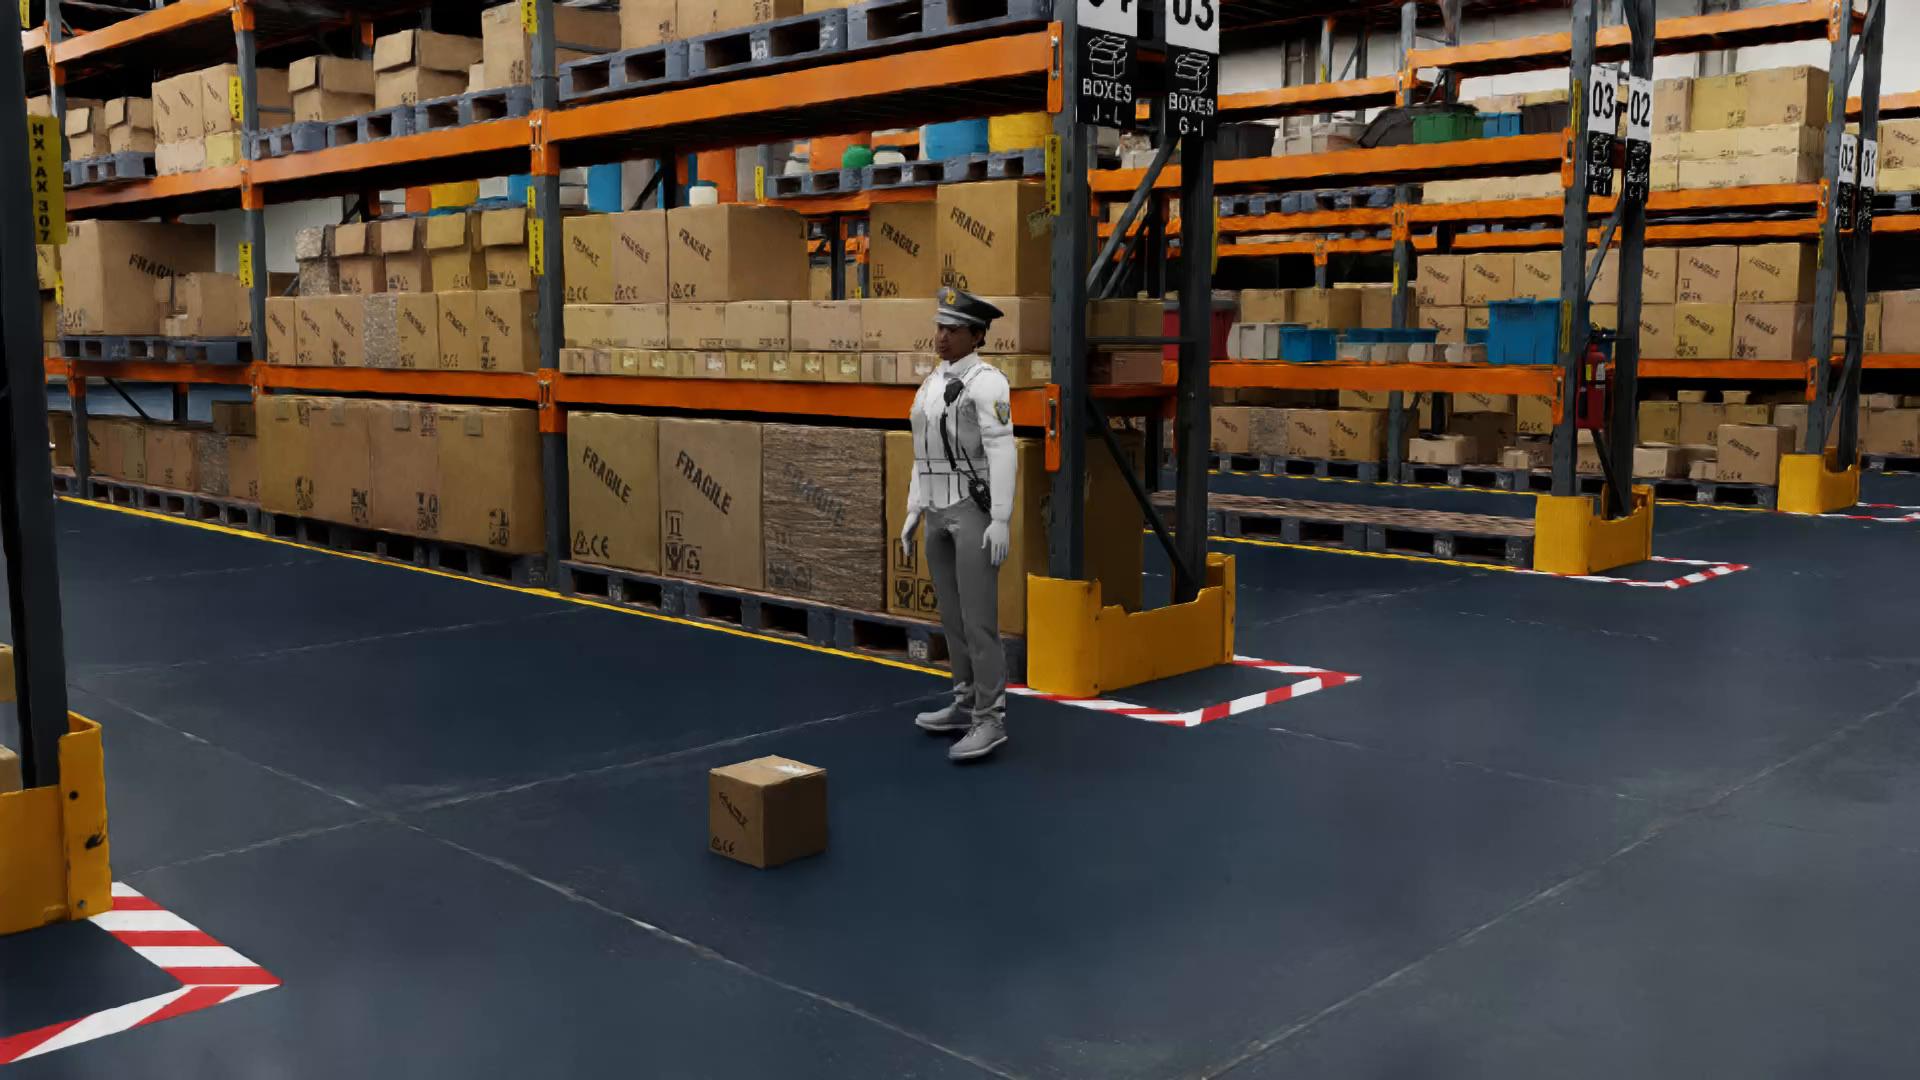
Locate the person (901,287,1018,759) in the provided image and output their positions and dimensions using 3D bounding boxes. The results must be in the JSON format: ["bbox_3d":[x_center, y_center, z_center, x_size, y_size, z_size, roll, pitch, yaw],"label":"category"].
[{"bbox_3d":[0.004,-0.078,6.132,0.360,1.688,0.602,-4,8,-30],"label":"person"}]
